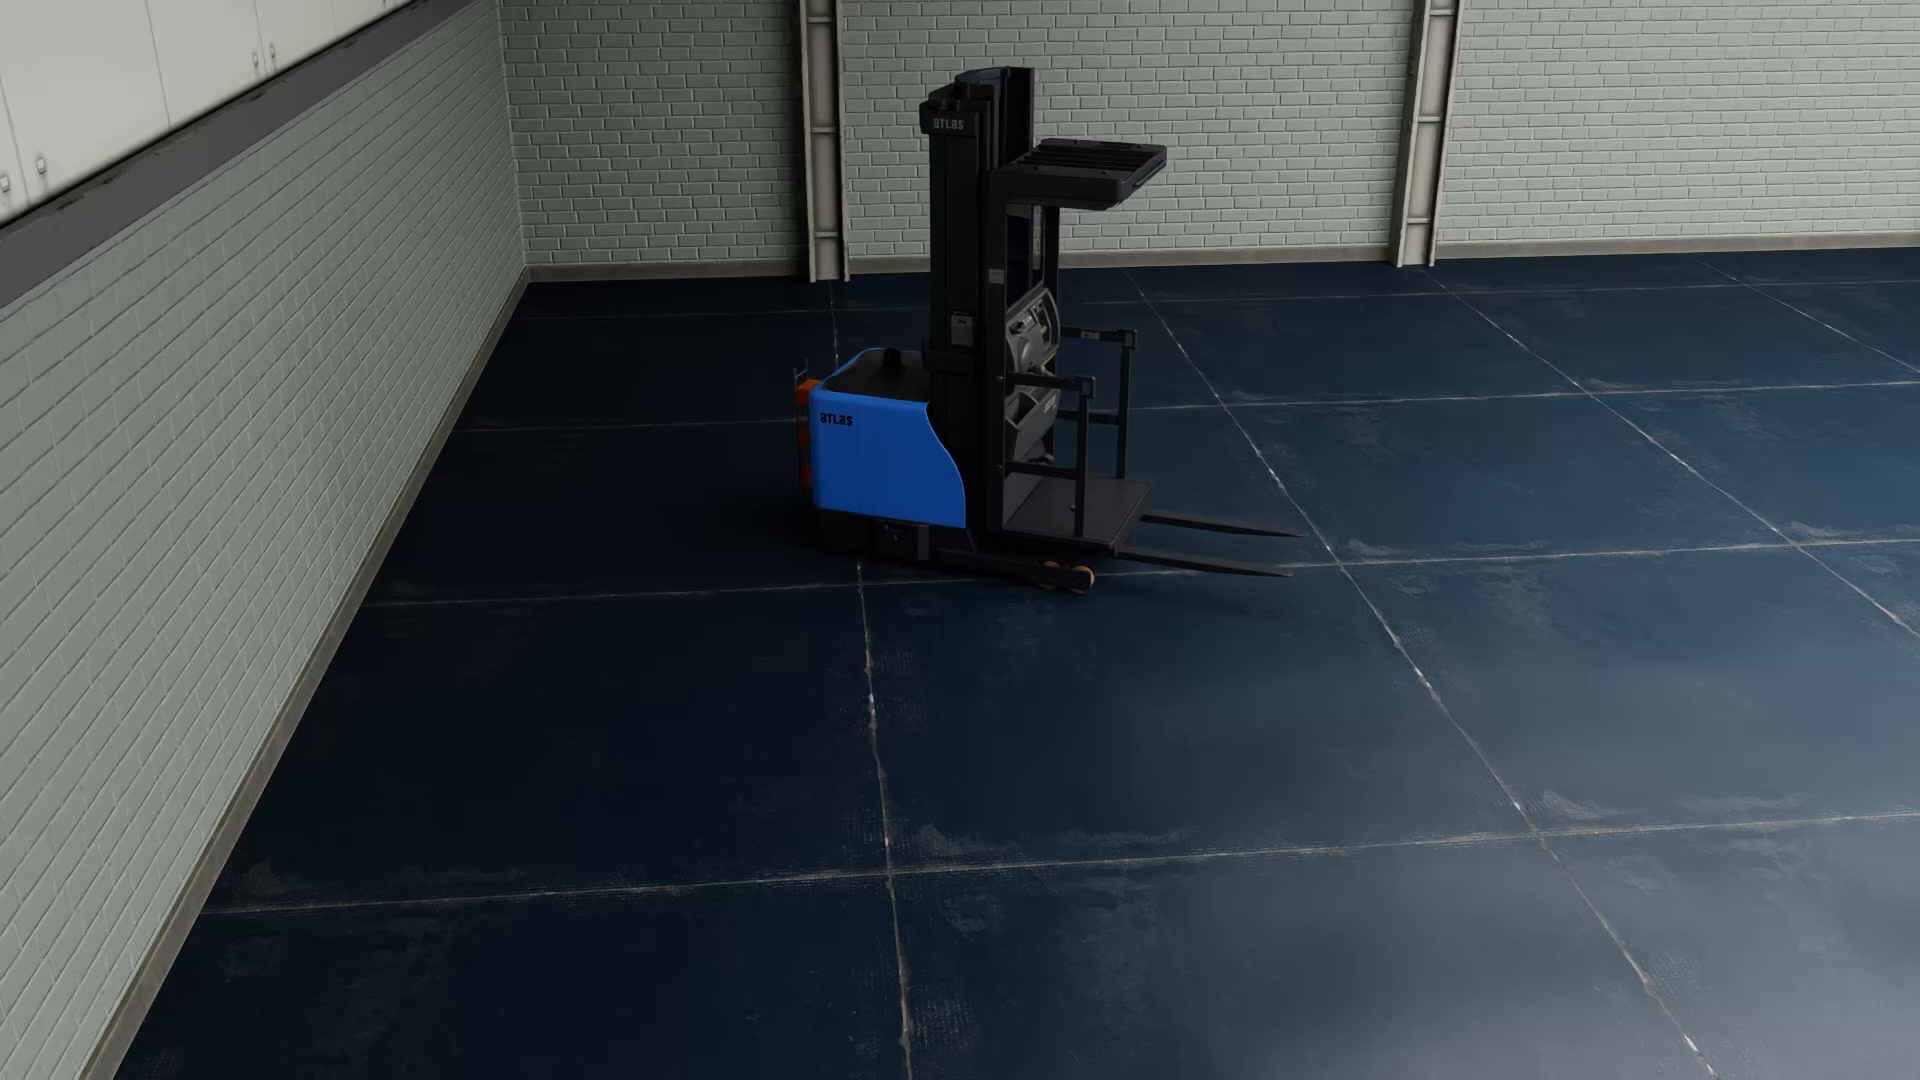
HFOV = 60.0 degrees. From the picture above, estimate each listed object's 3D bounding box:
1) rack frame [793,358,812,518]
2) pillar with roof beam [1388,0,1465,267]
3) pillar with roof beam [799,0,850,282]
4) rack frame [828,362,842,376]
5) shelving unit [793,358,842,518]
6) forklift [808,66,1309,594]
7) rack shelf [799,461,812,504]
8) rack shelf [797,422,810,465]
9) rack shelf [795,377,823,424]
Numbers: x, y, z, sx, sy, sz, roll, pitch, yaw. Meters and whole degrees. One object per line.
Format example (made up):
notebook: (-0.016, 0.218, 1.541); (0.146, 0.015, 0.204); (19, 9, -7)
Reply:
rack frame: (-1.027, -0.664, 10.950); (0.008, 1.050, 0.200); (7, 25, 18)
pillar with roof beam: (5.083, -5.242, 11.464); (0.400, 9.000, 9.100); (-2, 24, -5)
pillar with roof beam: (-0.888, -5.003, 10.926); (0.400, 9.000, 9.100); (-2, 24, -5)
rack frame: (-0.796, -0.633, 10.876); (0.008, 1.050, 0.200); (7, 25, 18)
shelving unit: (-0.912, -0.648, 10.913); (0.252, 1.050, 0.215); (7, 25, 18)
forklift: (0.627, -1.259, 9.974); (3.031, 2.935, 1.130); (8, 25, 18)
rack shelf: (-0.909, -0.384, 11.029); (0.240, 0.259, 0.215); (7, 25, 18)
rack shelf: (-0.911, -0.639, 10.917); (0.240, 0.259, 0.215); (7, 25, 18)
rack shelf: (-0.914, -0.898, 10.803); (0.240, 0.259, 0.215); (7, 25, 18)
